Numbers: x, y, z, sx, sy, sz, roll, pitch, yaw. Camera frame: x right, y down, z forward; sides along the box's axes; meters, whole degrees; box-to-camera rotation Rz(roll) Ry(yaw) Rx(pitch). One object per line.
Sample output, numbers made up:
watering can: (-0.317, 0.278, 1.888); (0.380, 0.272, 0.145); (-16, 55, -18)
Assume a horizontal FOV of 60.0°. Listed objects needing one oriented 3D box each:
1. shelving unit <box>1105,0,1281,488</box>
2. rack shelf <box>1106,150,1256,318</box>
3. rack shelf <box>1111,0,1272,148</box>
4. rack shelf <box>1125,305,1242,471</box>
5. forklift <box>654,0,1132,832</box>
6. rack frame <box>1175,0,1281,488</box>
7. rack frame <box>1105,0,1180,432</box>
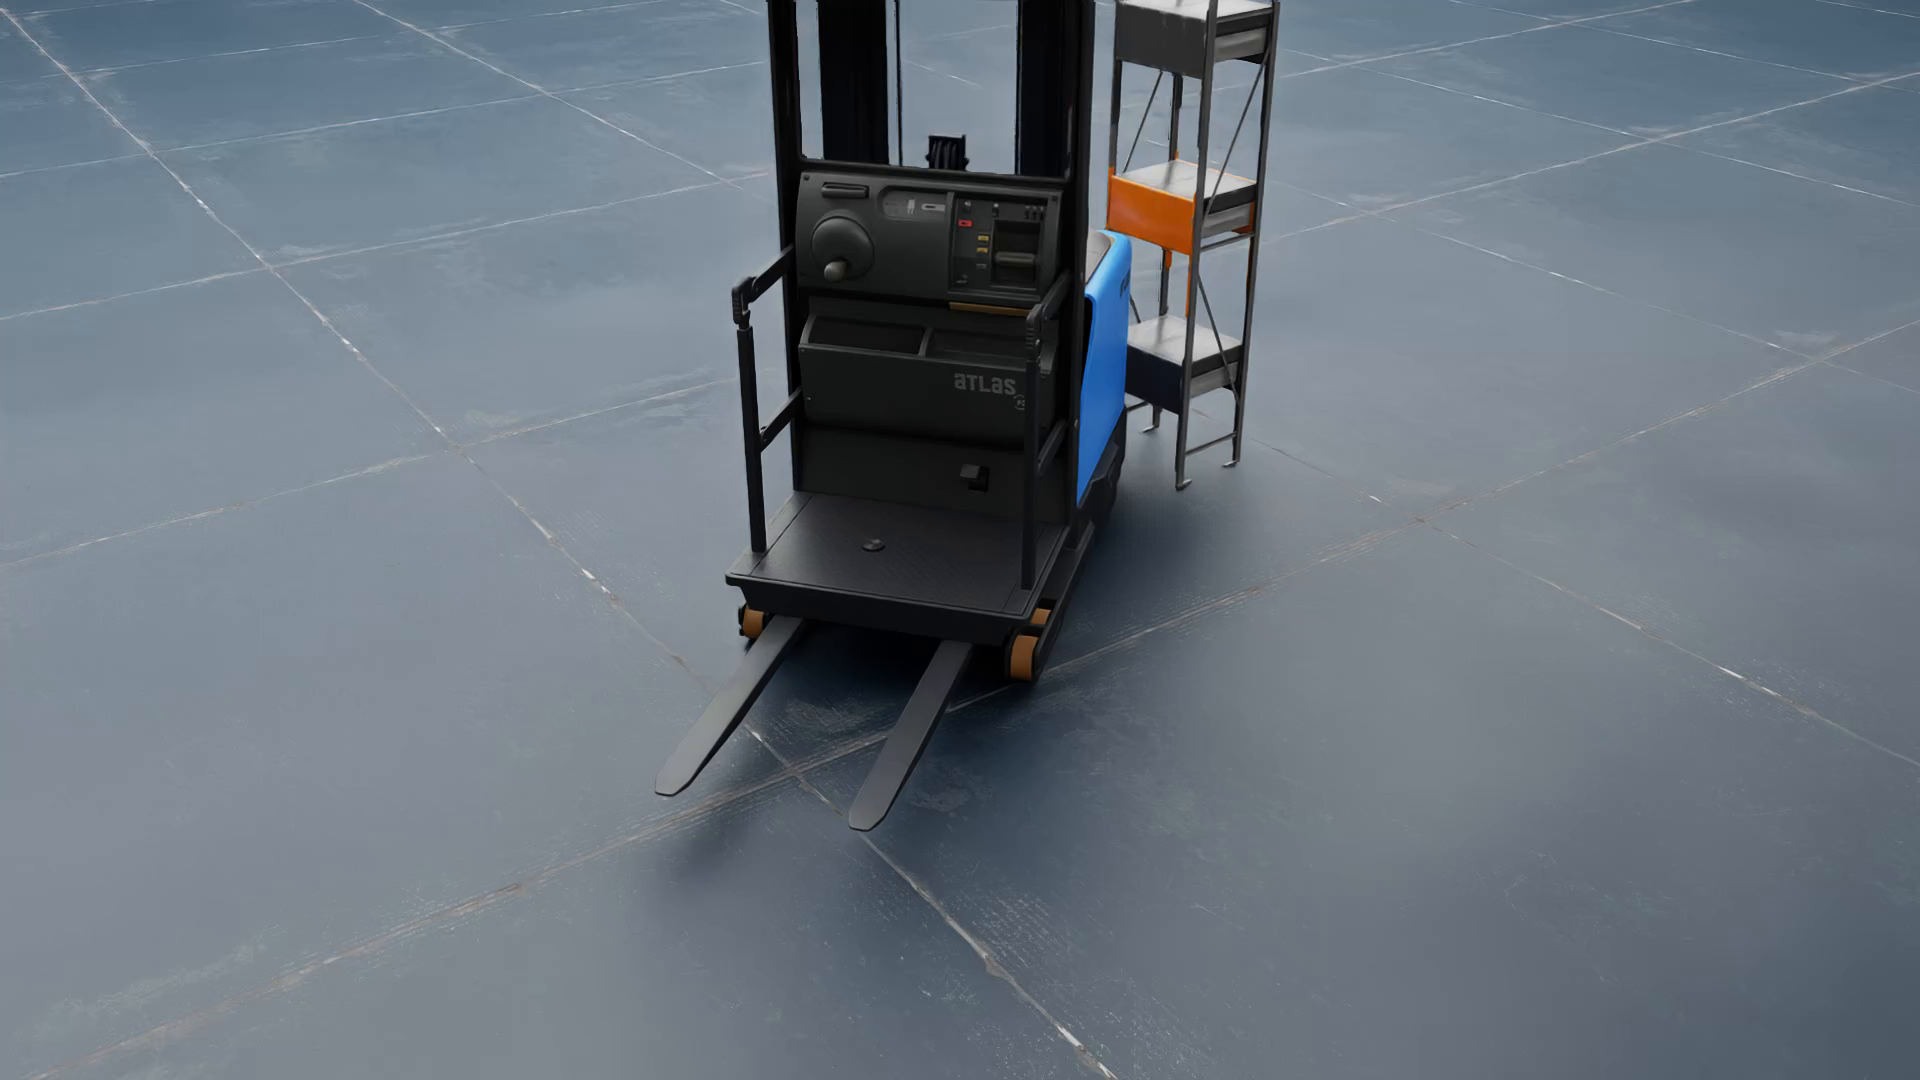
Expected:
shelving unit: (0.927, -1.299, 6.941); (0.431, 2.100, 0.503); (-22, 36, -35)
rack shelf: (0.927, -1.287, 6.947); (0.431, 0.518, 0.480); (-22, 36, -35)
rack shelf: (0.928, -1.902, 6.613); (0.431, 0.518, 0.480); (-22, 36, -35)
rack shelf: (0.927, -0.672, 7.281); (0.431, 0.518, 0.480); (-22, 36, -35)
forklift: (-0.171, -0.999, 5.518); (1.130, 2.935, 3.031); (8, 29, 14)
rack frame: (1.086, -1.210, 6.778); (0.400, 2.100, 0.015); (-22, 36, -35)
rack frame: (0.769, -1.387, 7.104); (0.400, 2.100, 0.015); (-22, 36, -35)
